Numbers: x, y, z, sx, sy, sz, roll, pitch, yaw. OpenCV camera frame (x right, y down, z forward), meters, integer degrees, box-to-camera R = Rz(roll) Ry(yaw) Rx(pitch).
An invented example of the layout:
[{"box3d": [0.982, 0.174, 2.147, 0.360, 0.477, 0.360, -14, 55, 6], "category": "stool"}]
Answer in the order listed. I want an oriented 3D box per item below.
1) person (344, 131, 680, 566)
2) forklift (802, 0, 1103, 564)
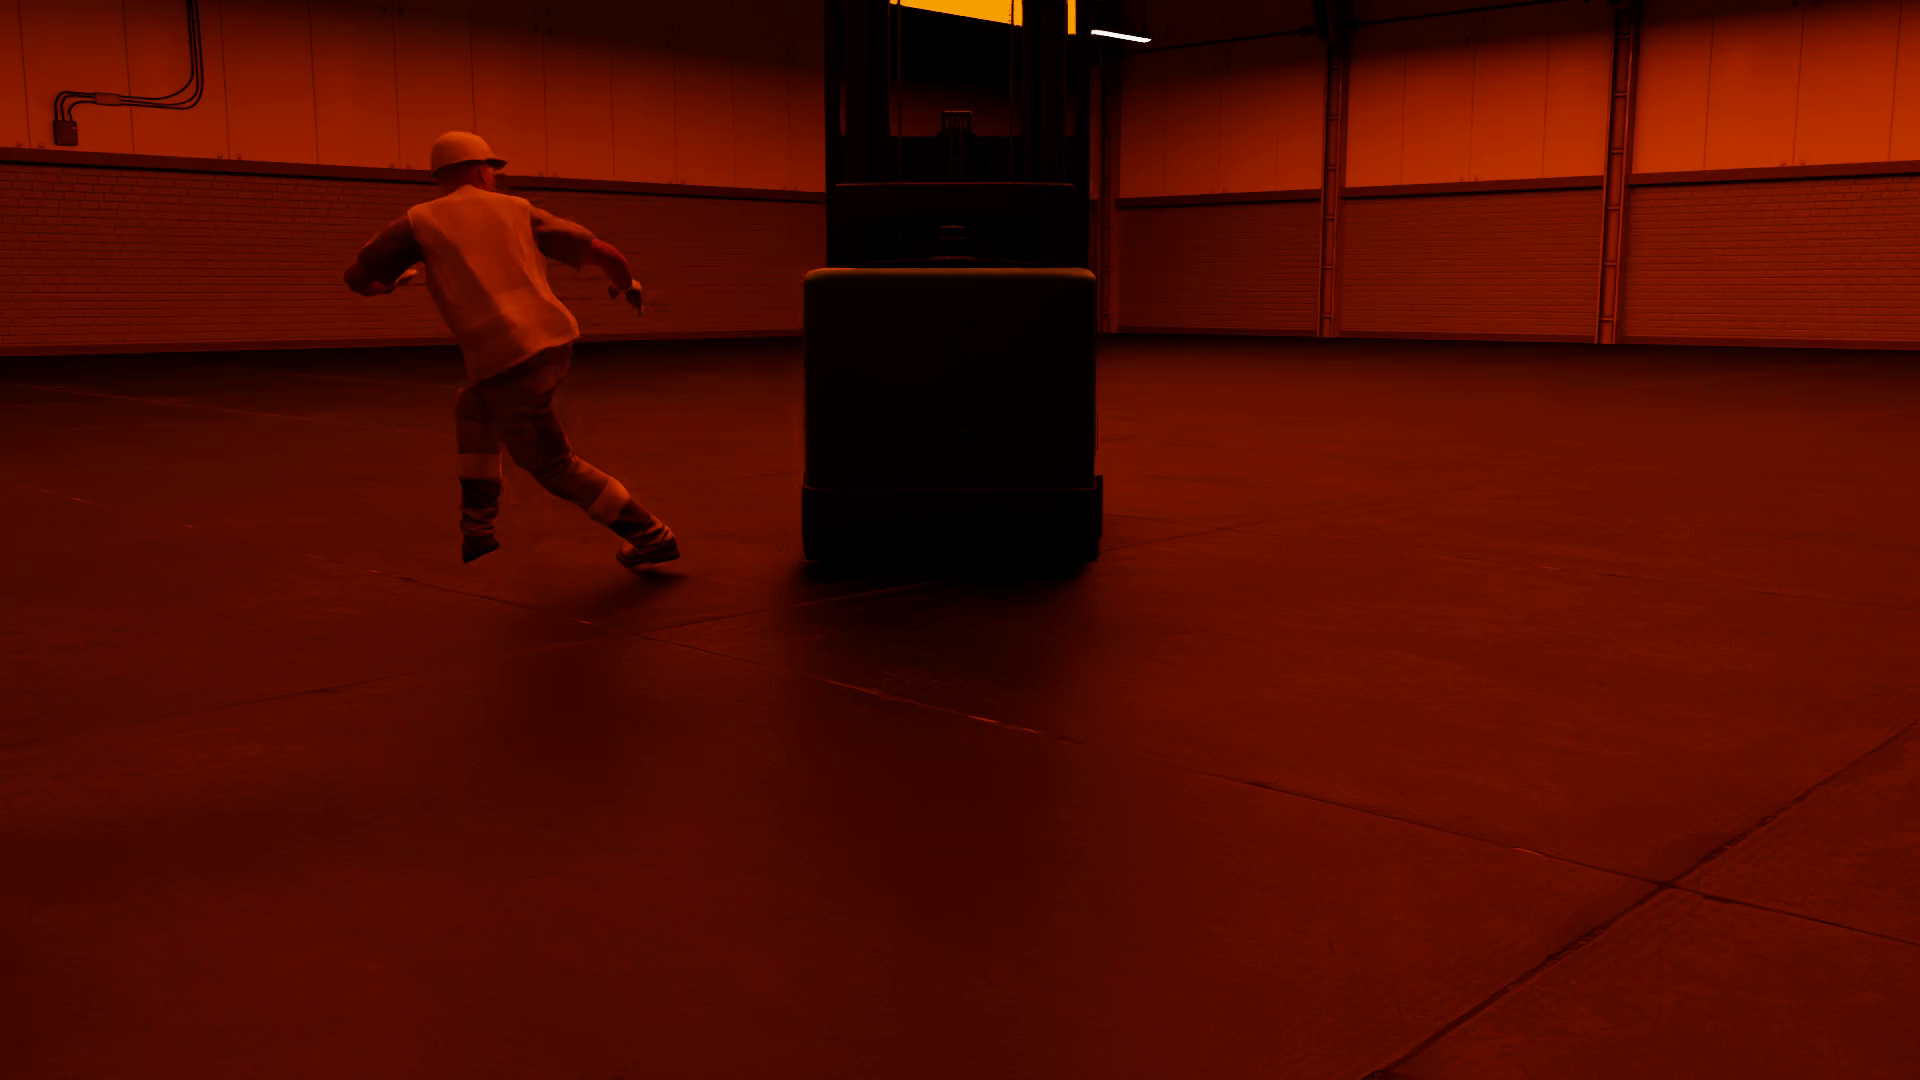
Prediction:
[{"box3d": [-1.571, -0.652, 5.836, 0.946, 1.517, 1.000, 8, 12, 43], "category": "person"}, {"box3d": [-0.005, -1.542, 7.114, 1.130, 2.935, 3.031, 0, 9, 1], "category": "forklift"}]
